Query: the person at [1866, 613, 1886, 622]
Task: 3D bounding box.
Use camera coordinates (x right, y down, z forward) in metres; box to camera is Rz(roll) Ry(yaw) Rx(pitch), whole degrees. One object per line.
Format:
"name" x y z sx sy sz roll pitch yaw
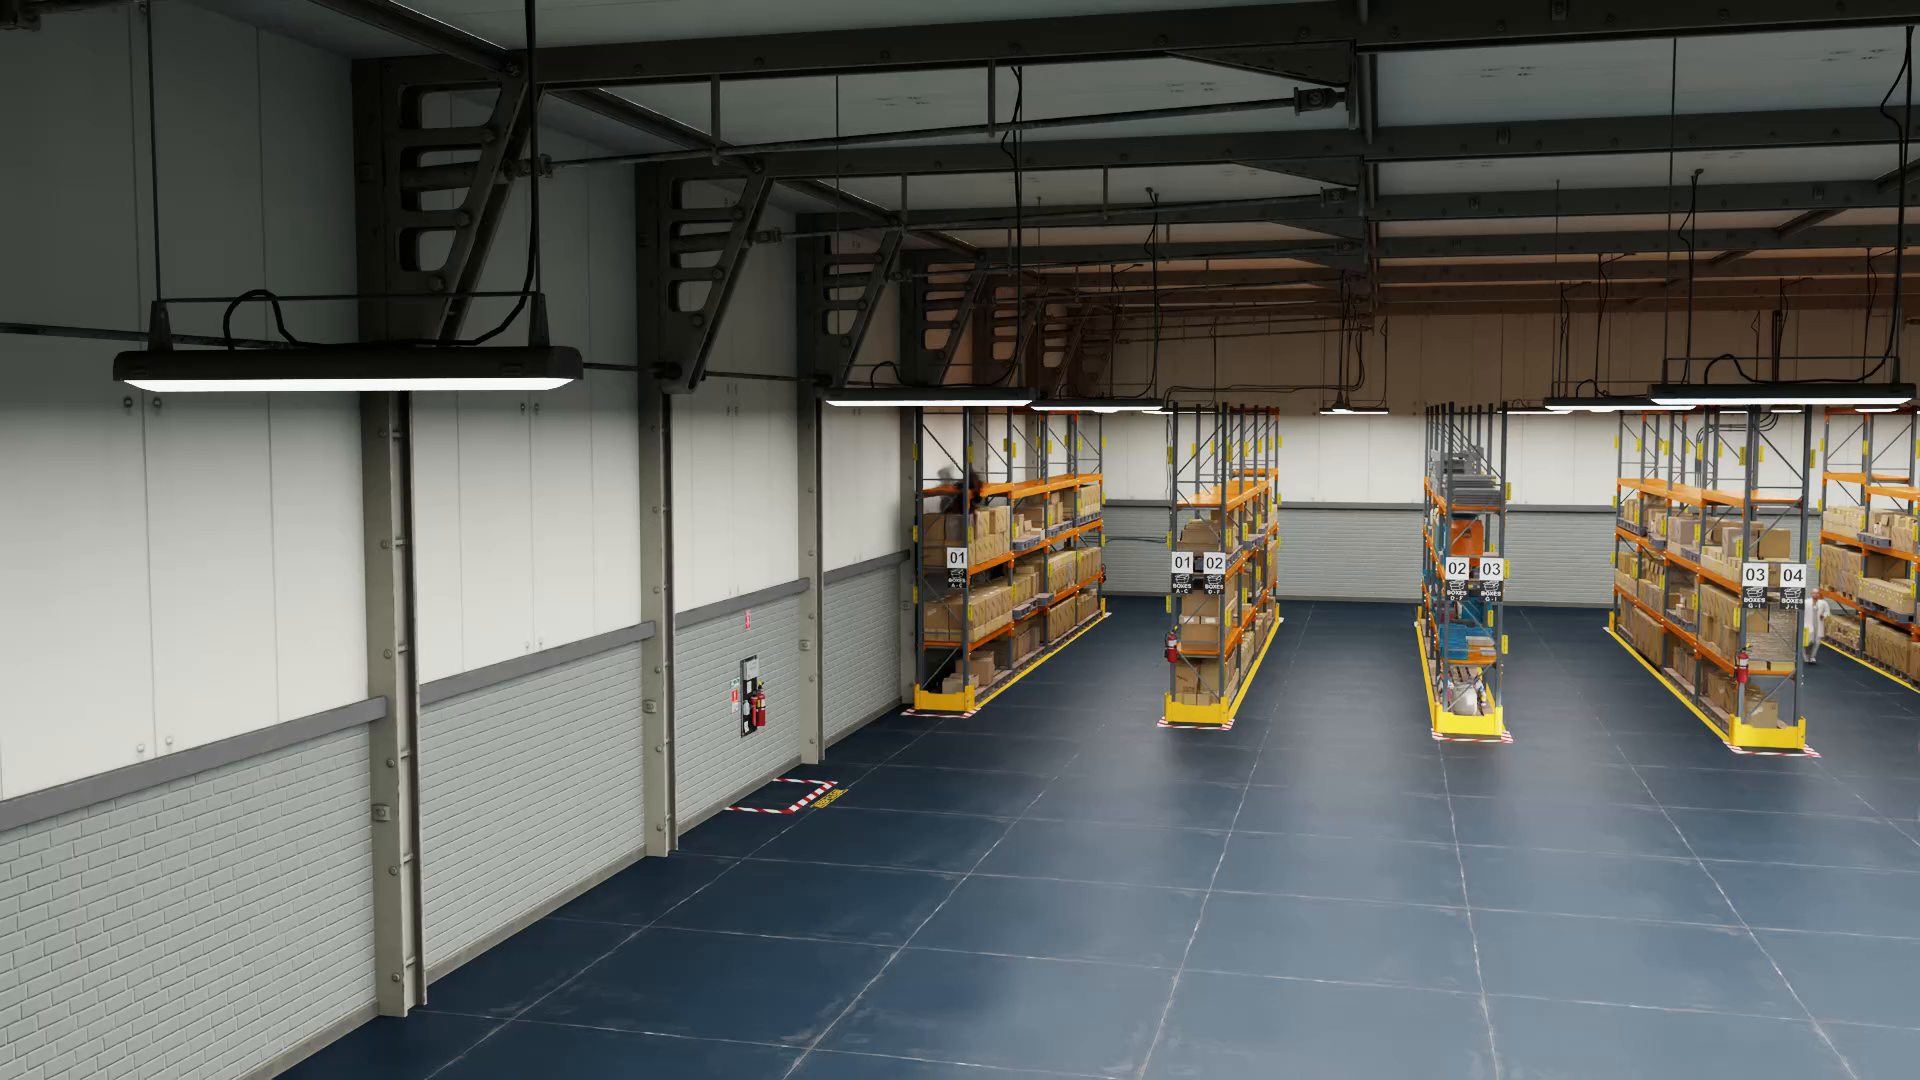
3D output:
"person" 23.984 1.732 43.660 0.614 1.530 0.701 -1 4 -16

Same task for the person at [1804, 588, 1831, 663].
"person" 19.761 1.995 38.481 0.691 1.740 0.692 1 4 14

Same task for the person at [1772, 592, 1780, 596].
"person" 20.694 1.725 42.260 0.648 1.837 0.747 2 5 28
